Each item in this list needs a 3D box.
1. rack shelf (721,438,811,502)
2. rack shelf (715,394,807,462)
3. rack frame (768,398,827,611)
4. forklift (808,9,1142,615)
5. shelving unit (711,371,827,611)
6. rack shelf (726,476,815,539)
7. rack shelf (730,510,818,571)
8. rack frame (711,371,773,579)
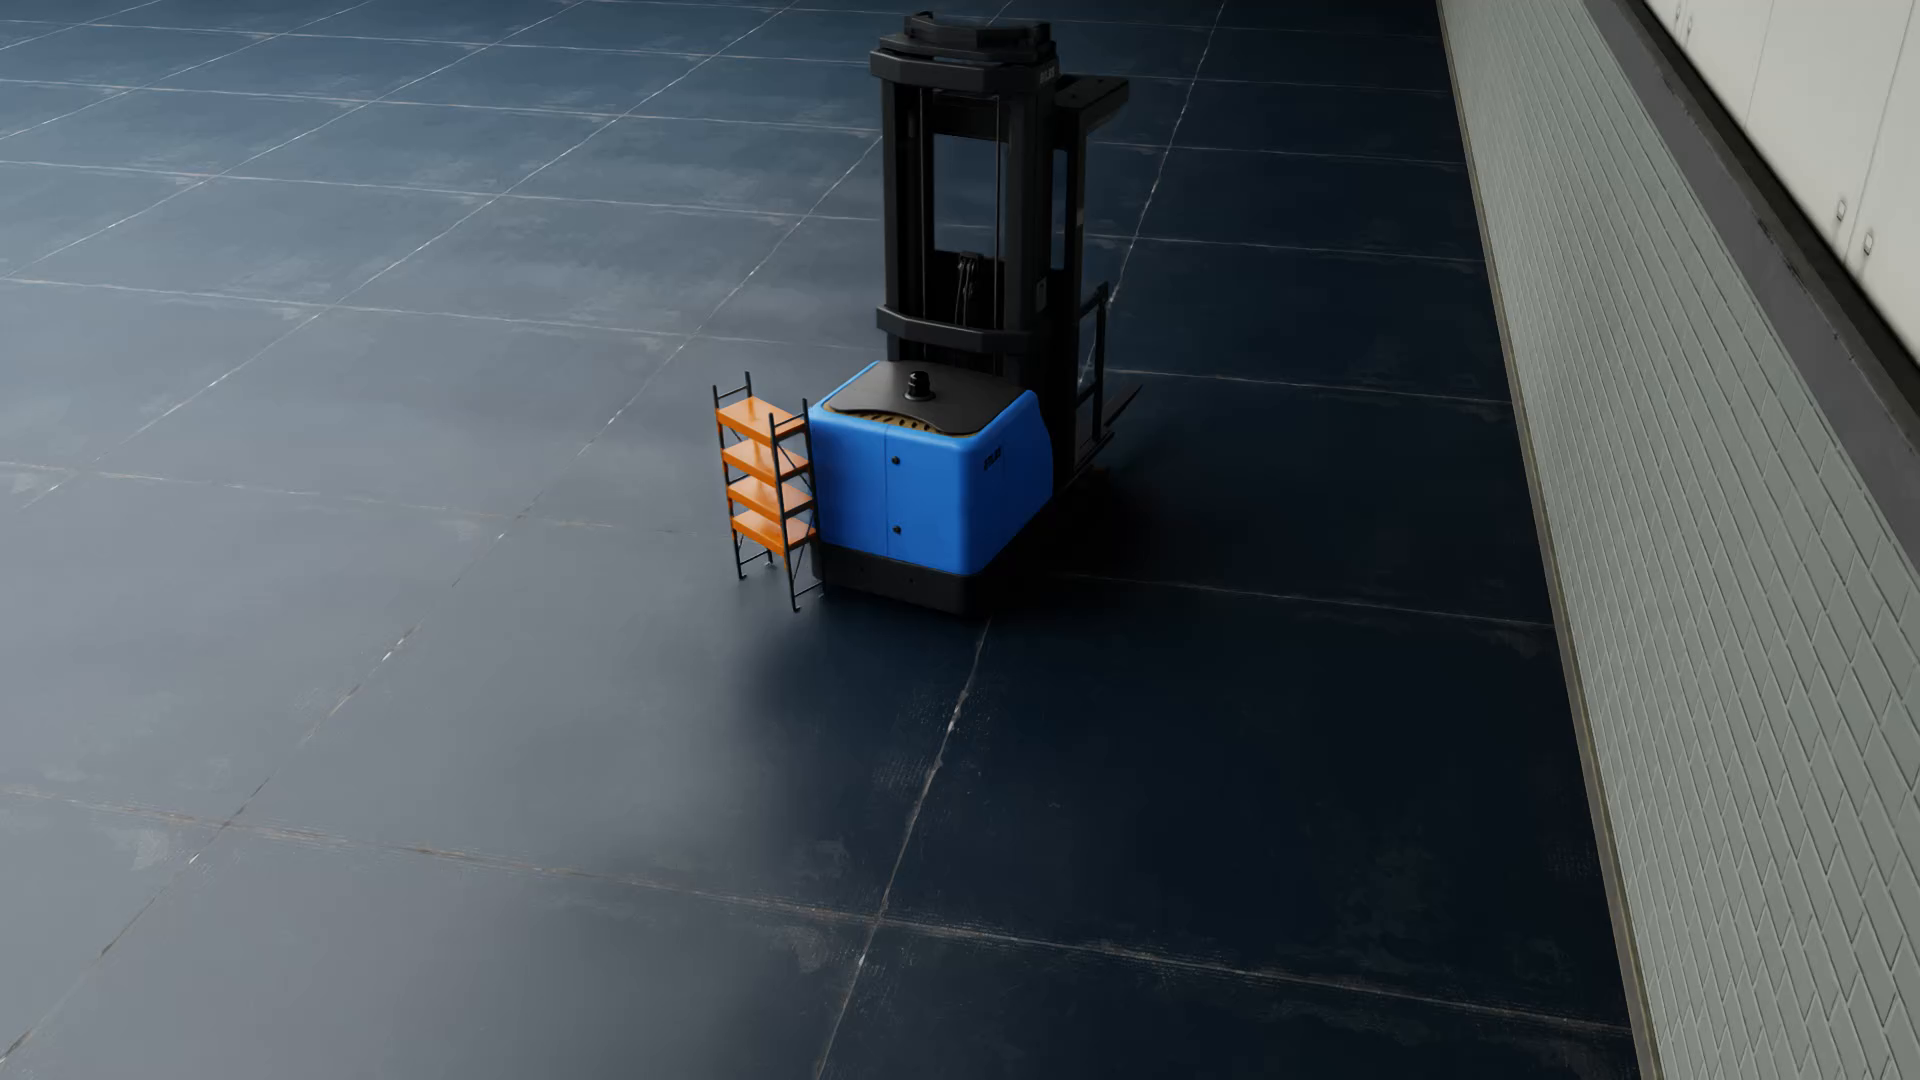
[{"bbox_3d":[-1.027,-0.391,8.873,0.258,0.148,0.480,-28,39,-35],"label":"rack shelf"},{"bbox_3d":[-1.038,-0.593,8.751,0.258,0.148,0.480,-28,39,-35],"label":"rack shelf"},{"bbox_3d":[-0.852,-0.172,8.798,0.240,1.200,0.015,-28,39,-35],"label":"rack frame"},{"bbox_3d":[0.268,-1.566,9.559,1.130,2.935,3.031,13,31,22],"label":"forklift"},{"bbox_3d":[-1.020,-0.257,8.954,0.258,1.200,0.503,-28,39,-35],"label":"shelving unit"},{"bbox_3d":[-1.016,-0.200,8.989,0.258,0.148,0.480,-28,39,-35],"label":"rack shelf"},{"bbox_3d":[-1.007,-0.030,9.092,0.258,0.148,0.480,-28,39,-35],"label":"rack shelf"},{"bbox_3d":[-1.187,-0.343,9.110,0.240,1.200,0.015,-28,39,-35],"label":"rack frame"}]
